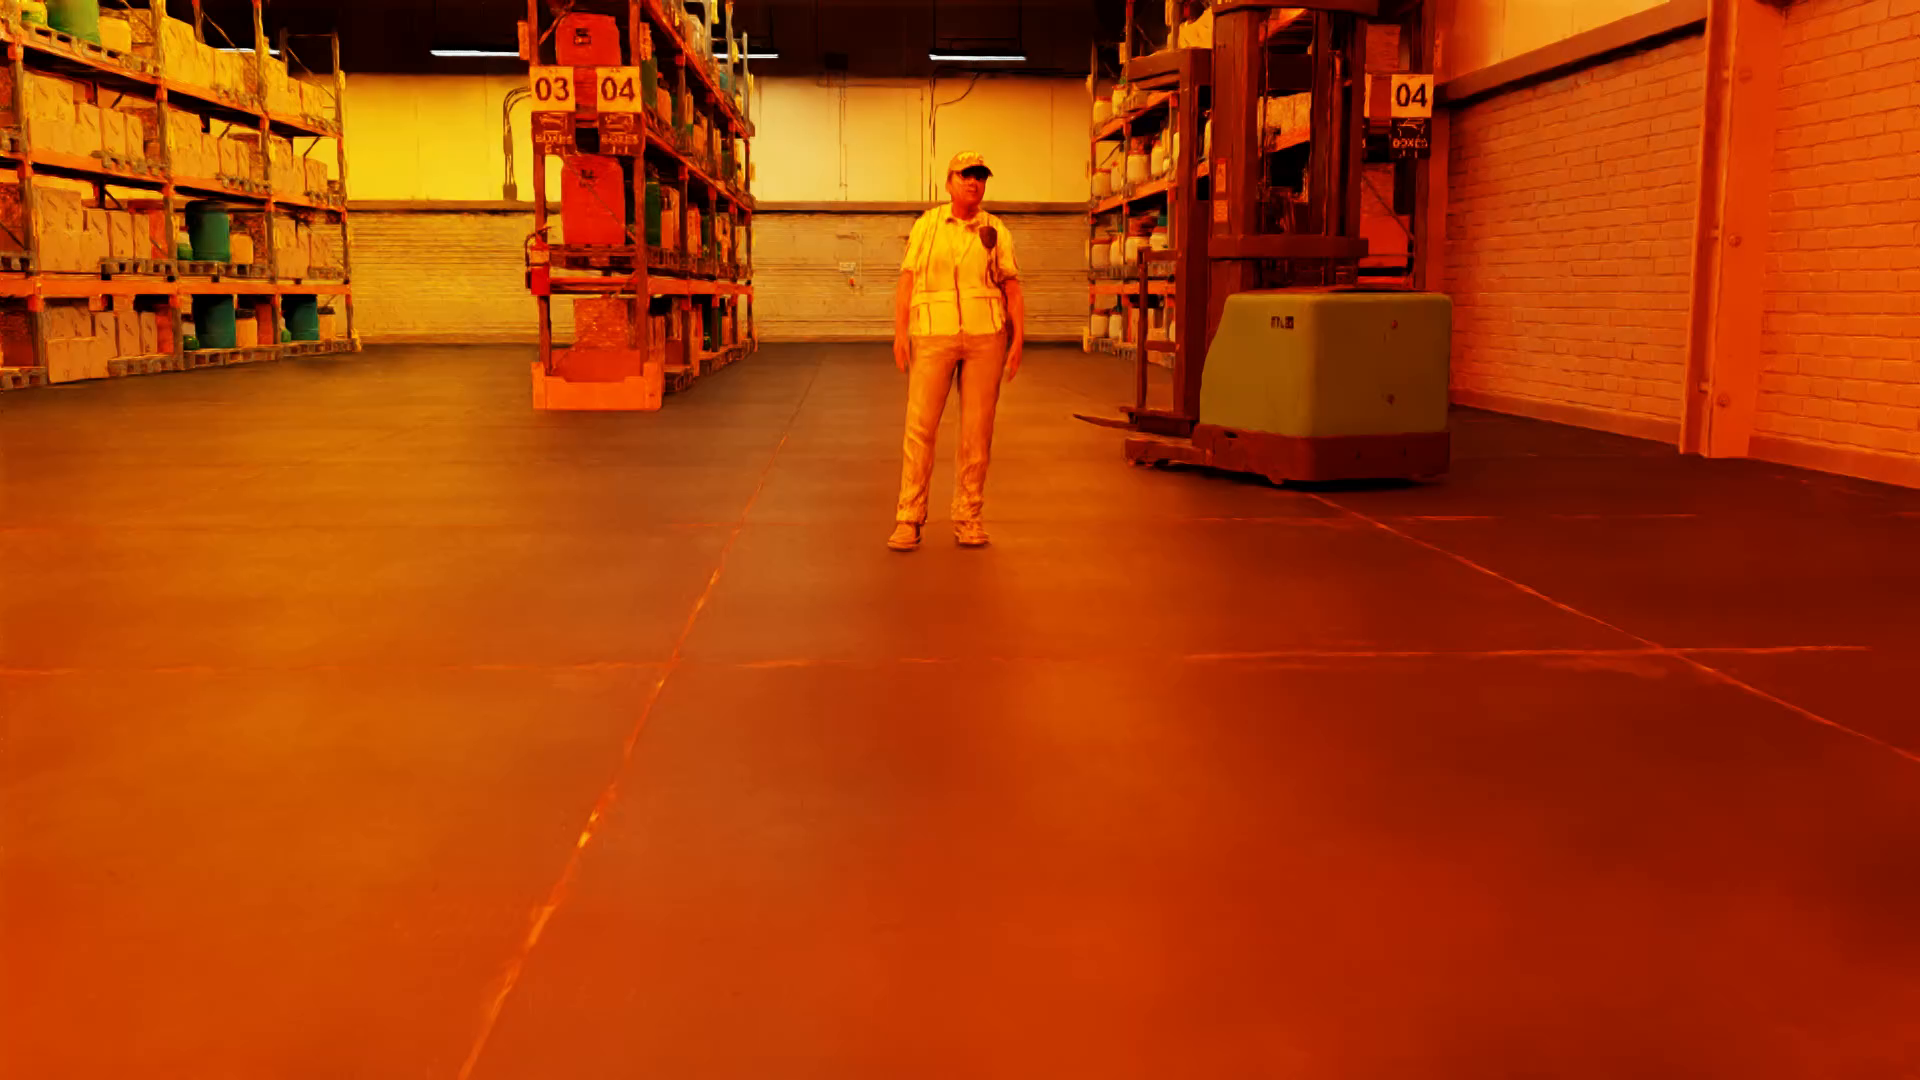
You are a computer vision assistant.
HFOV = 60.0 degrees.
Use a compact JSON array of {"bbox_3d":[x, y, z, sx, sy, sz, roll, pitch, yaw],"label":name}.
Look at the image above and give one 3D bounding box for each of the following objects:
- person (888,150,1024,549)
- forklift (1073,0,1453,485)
[{"bbox_3d":[-0.018,-0.820,7.109,0.598,1.669,0.529,-1,8,-4],"label":"person"},{"bbox_3d":[1.710,-1.928,10.319,1.130,2.935,3.031,-4,9,-23],"label":"forklift"}]
